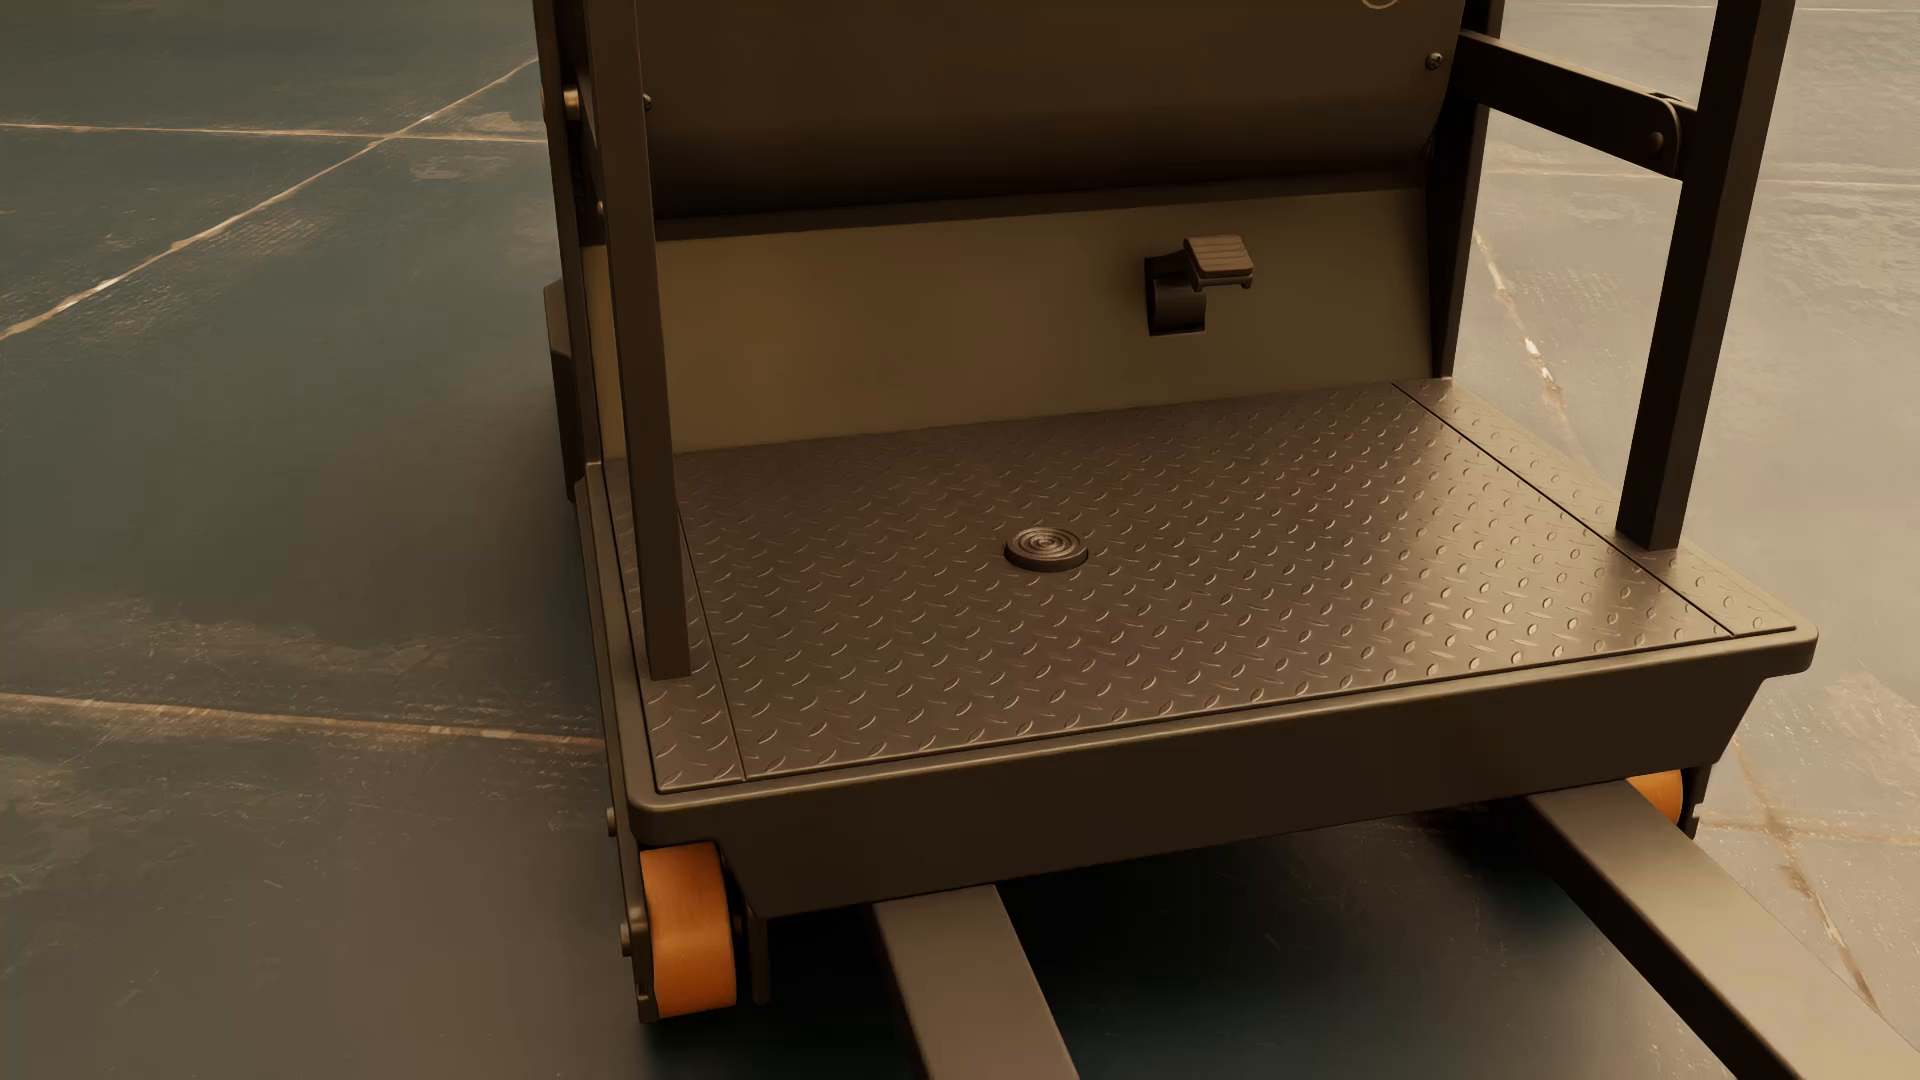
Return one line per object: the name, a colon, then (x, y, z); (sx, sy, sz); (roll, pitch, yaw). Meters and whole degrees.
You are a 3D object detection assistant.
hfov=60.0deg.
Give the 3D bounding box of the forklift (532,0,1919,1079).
forklift: (0.153, -1.049, 1.319); (1.130, 2.935, 3.031); (-7, 27, -13)
